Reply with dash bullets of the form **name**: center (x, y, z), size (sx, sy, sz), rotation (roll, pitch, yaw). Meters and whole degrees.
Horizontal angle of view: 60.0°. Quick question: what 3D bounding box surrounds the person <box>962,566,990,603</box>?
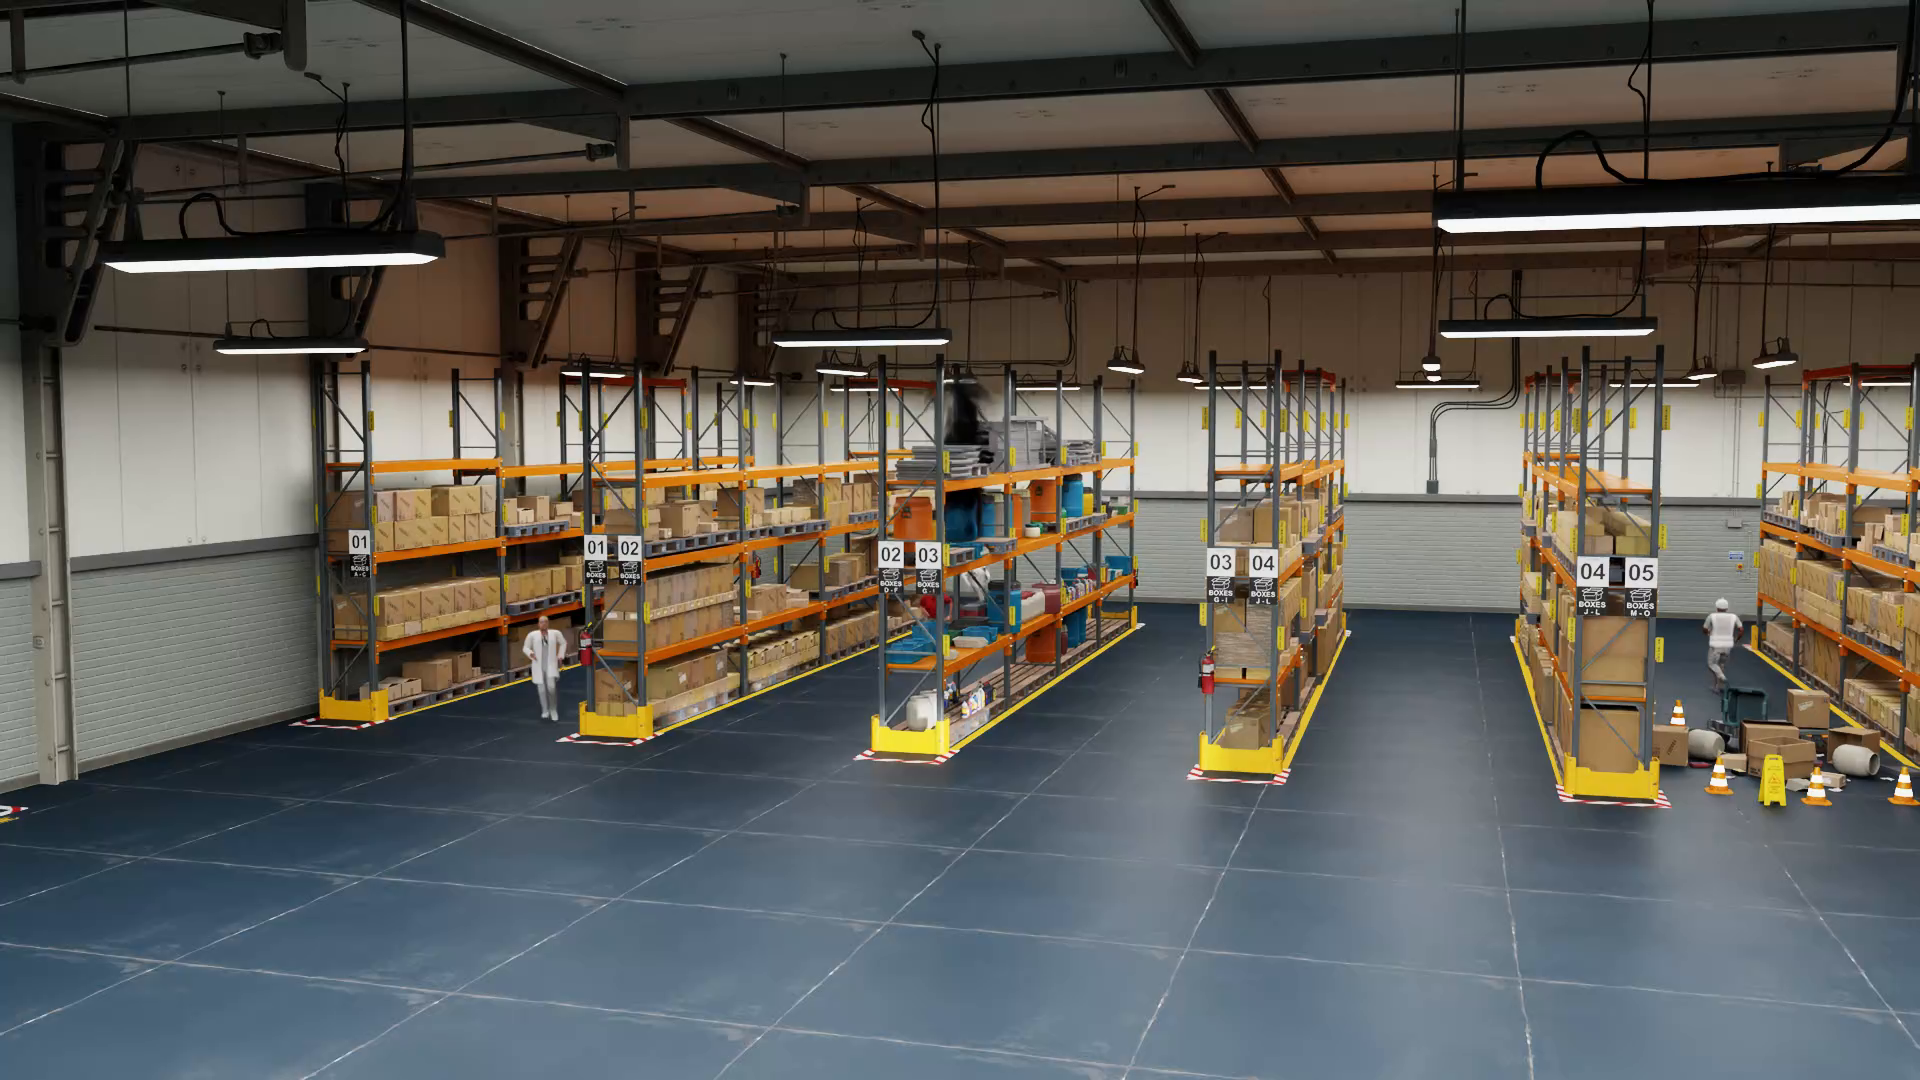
- **person**: center (0.445, 1.178, 41.862), size (0.730, 1.685, 0.635), rotation (-3, 5, -35)

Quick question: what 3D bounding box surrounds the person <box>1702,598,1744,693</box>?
- **person**: center (13.946, 1.948, 30.447), size (0.688, 1.755, 0.802), rotation (0, 4, 5)

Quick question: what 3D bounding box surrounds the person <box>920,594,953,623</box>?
- **person**: center (-0.504, 1.723, 34.586), size (0.653, 1.656, 0.750), rotation (1, 4, 16)

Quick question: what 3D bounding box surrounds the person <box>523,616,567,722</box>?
- **person**: center (-6.920, 2.152, 27.696), size (0.700, 1.788, 0.754), rotation (-1, 4, -10)
